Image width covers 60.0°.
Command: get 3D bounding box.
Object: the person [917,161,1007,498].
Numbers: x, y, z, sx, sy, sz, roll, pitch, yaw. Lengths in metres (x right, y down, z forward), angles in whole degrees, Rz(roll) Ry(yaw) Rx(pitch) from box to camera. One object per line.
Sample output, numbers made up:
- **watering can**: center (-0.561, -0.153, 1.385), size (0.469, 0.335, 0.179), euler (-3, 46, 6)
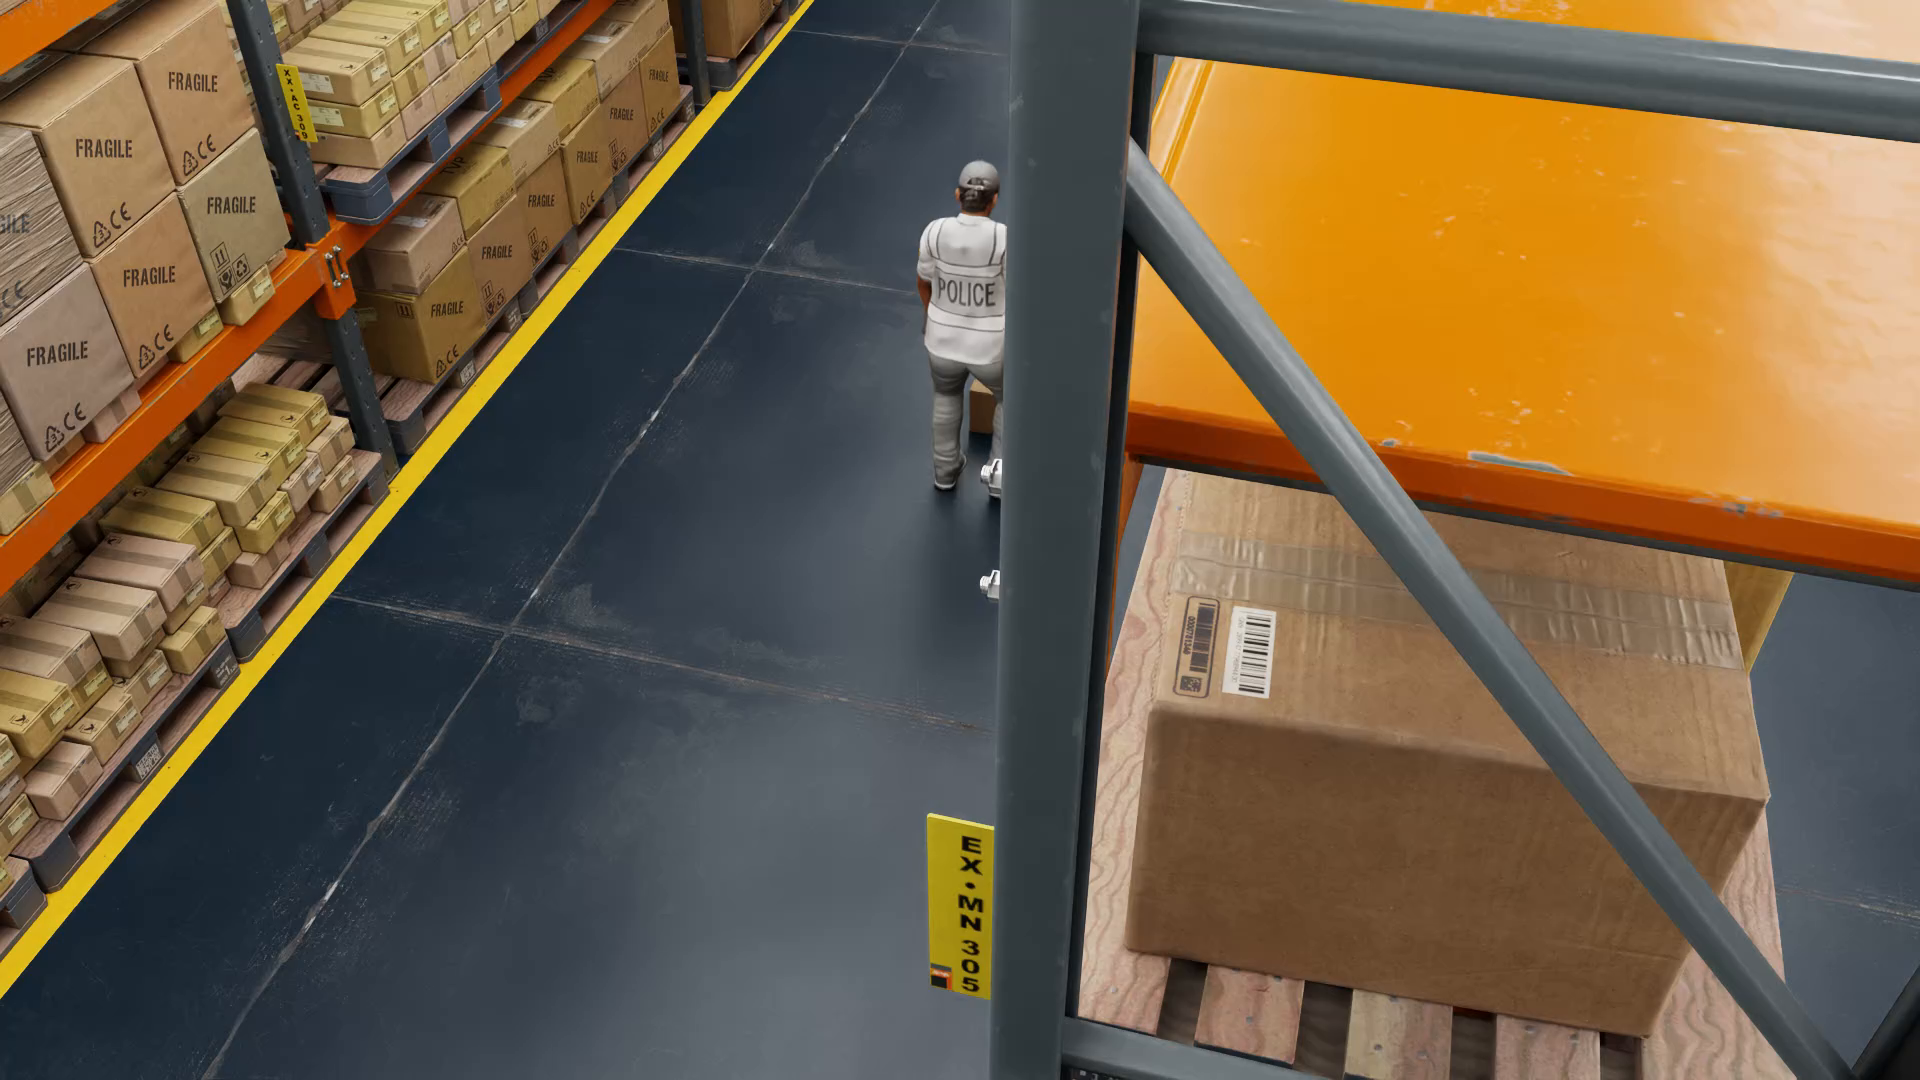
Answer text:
- **person**: center (0.053, -0.901, 7.402), size (0.500, 1.611, 0.496), euler (11, 42, 12)
